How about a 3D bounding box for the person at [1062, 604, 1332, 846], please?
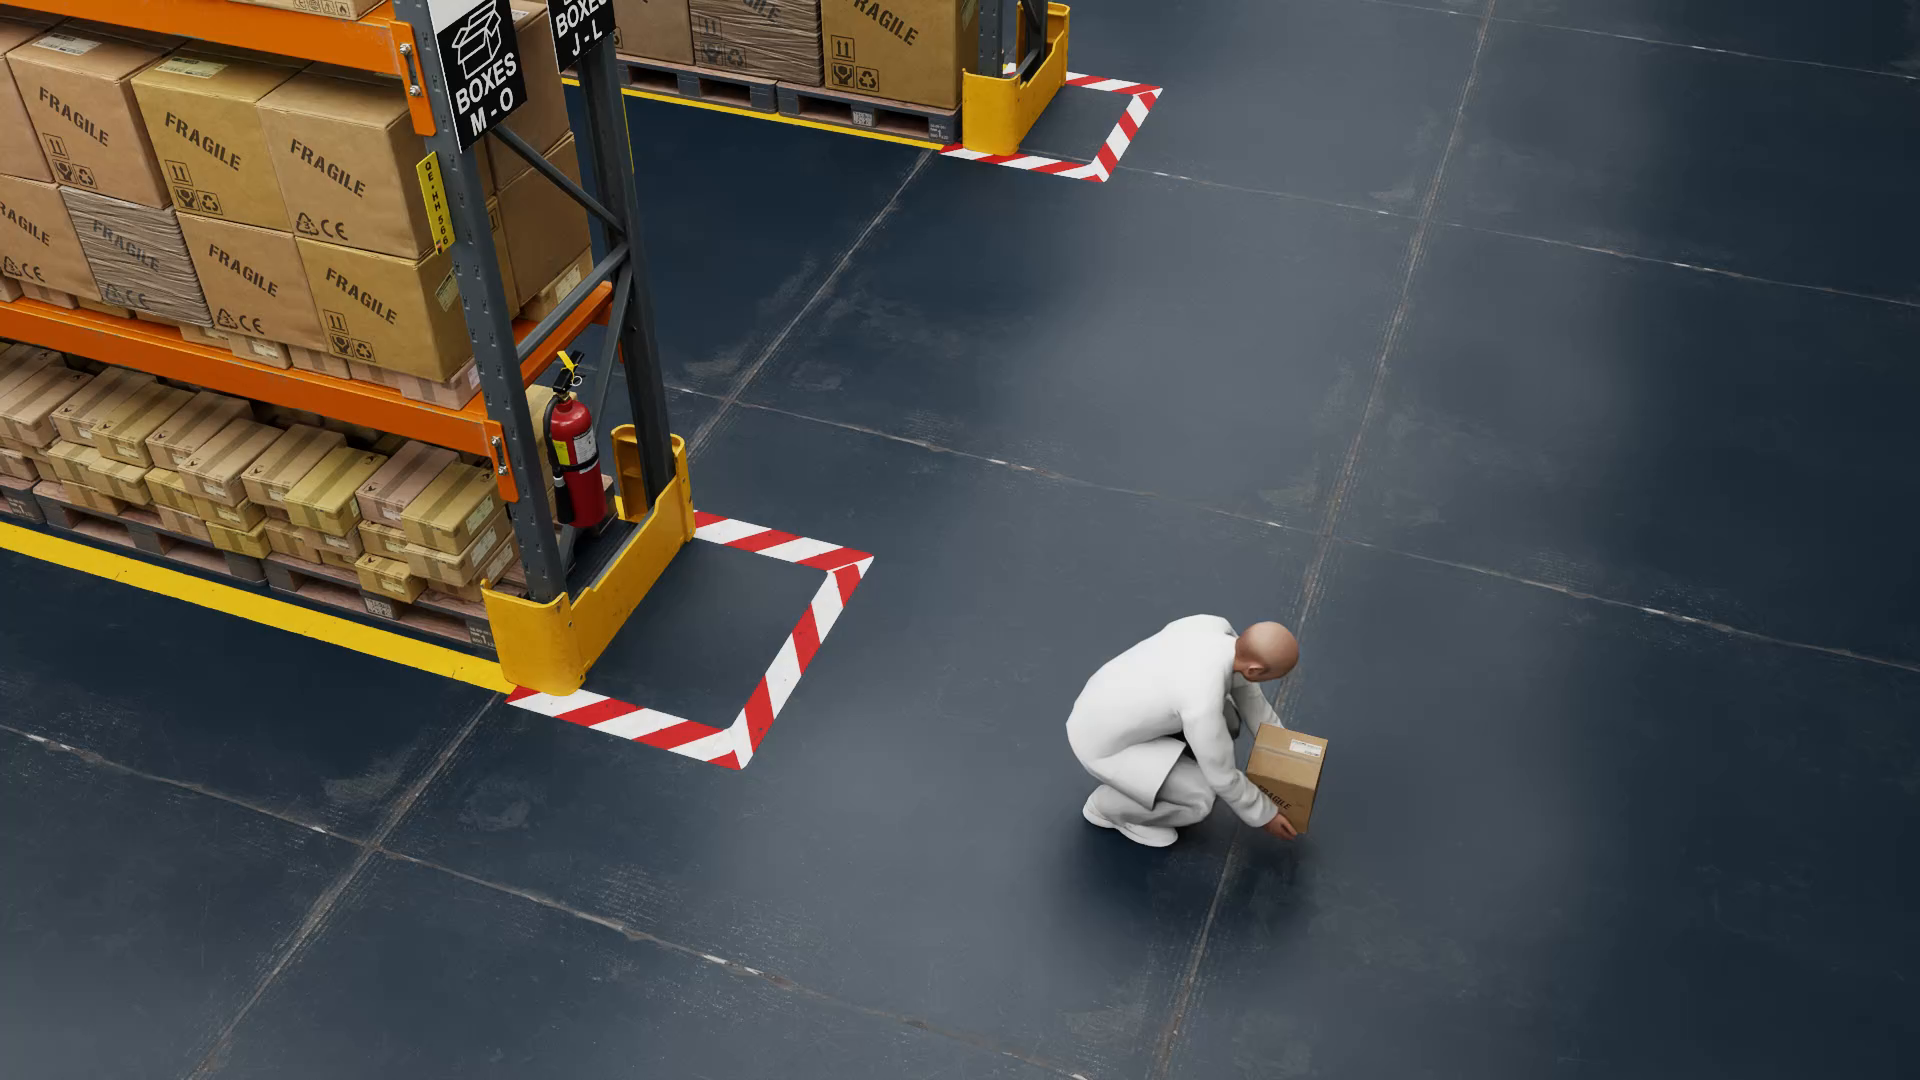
[{"bbox_3d":[0.832,0.671,6.014,0.940,0.970,0.583,12,42,14],"label":"person"}]
